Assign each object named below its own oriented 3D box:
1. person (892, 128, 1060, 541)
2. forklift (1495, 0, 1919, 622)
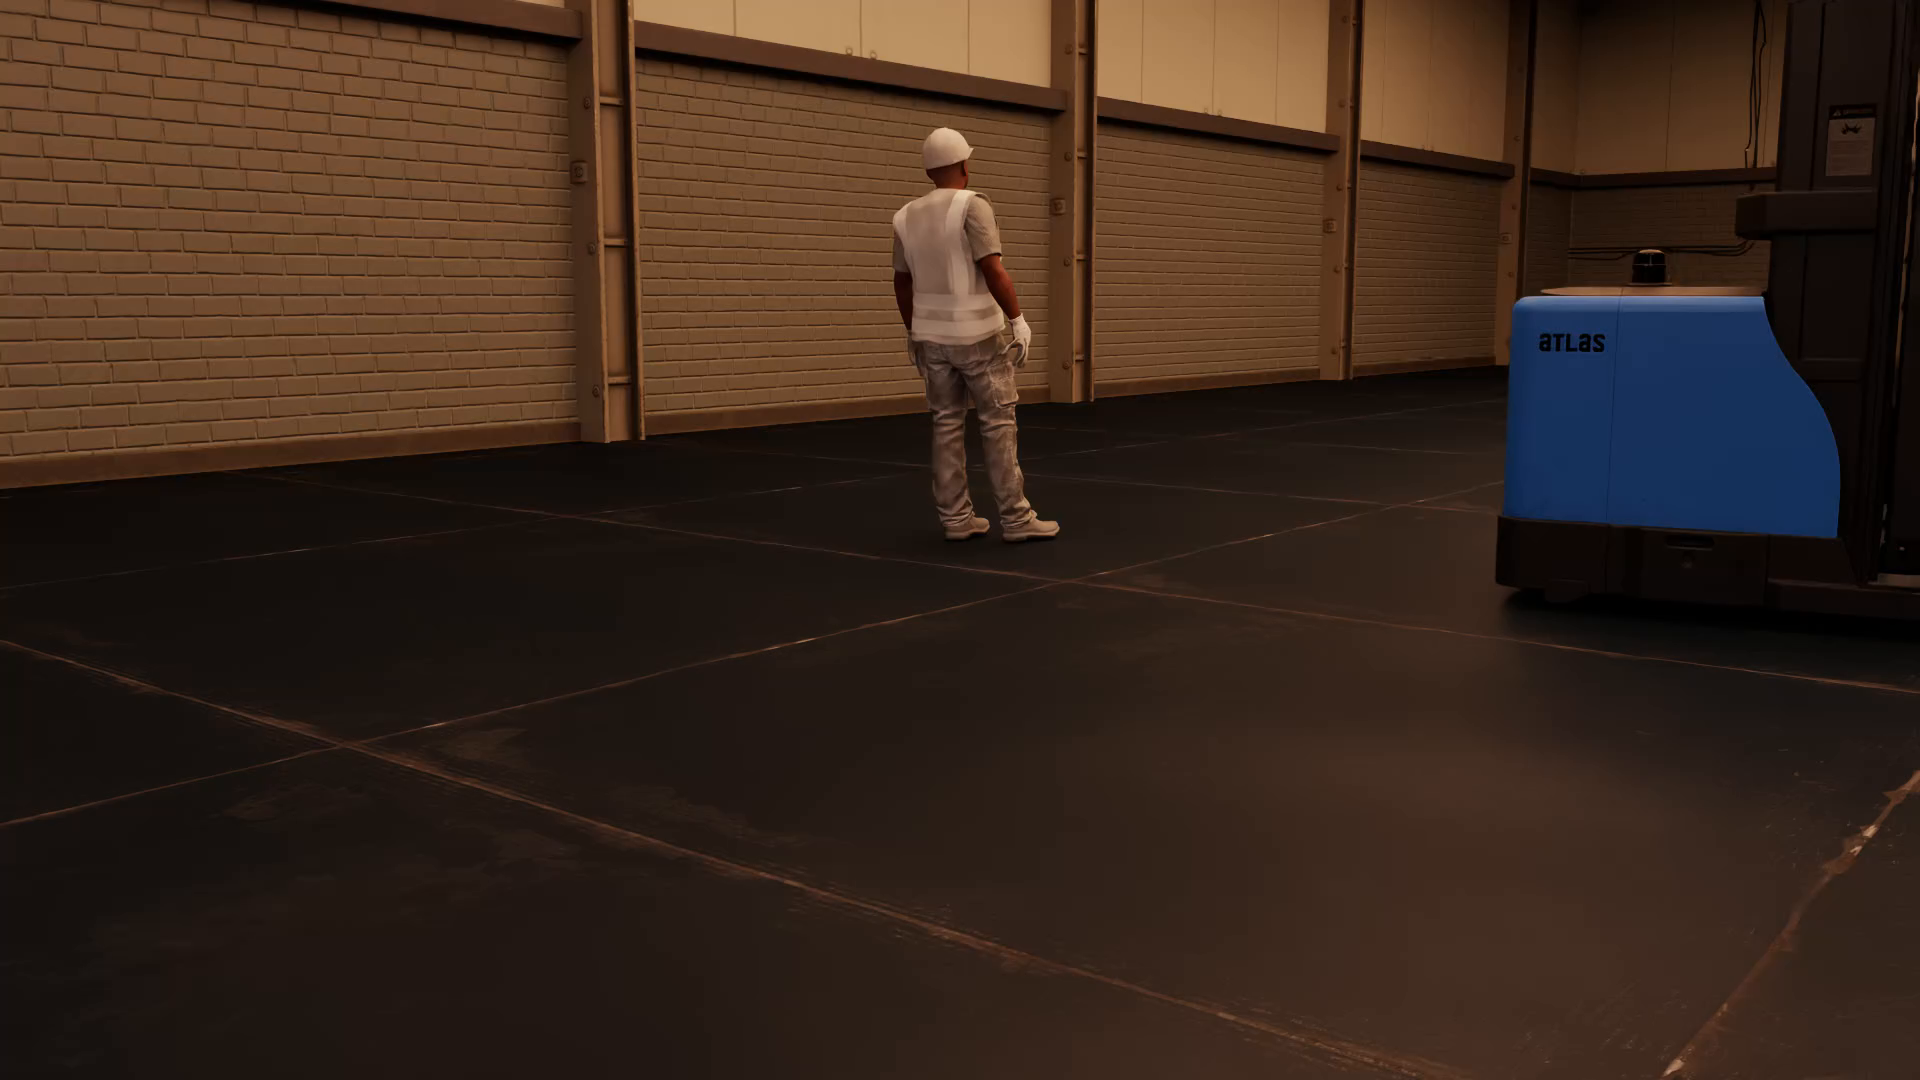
[{"bbox_3d":[0.052,-0.897,7.324,0.656,1.782,0.577,7,11,38],"label":"person"},{"bbox_3d":[3.433,-1.180,5.350,3.031,2.935,1.130,5,9,29],"label":"forklift"}]
